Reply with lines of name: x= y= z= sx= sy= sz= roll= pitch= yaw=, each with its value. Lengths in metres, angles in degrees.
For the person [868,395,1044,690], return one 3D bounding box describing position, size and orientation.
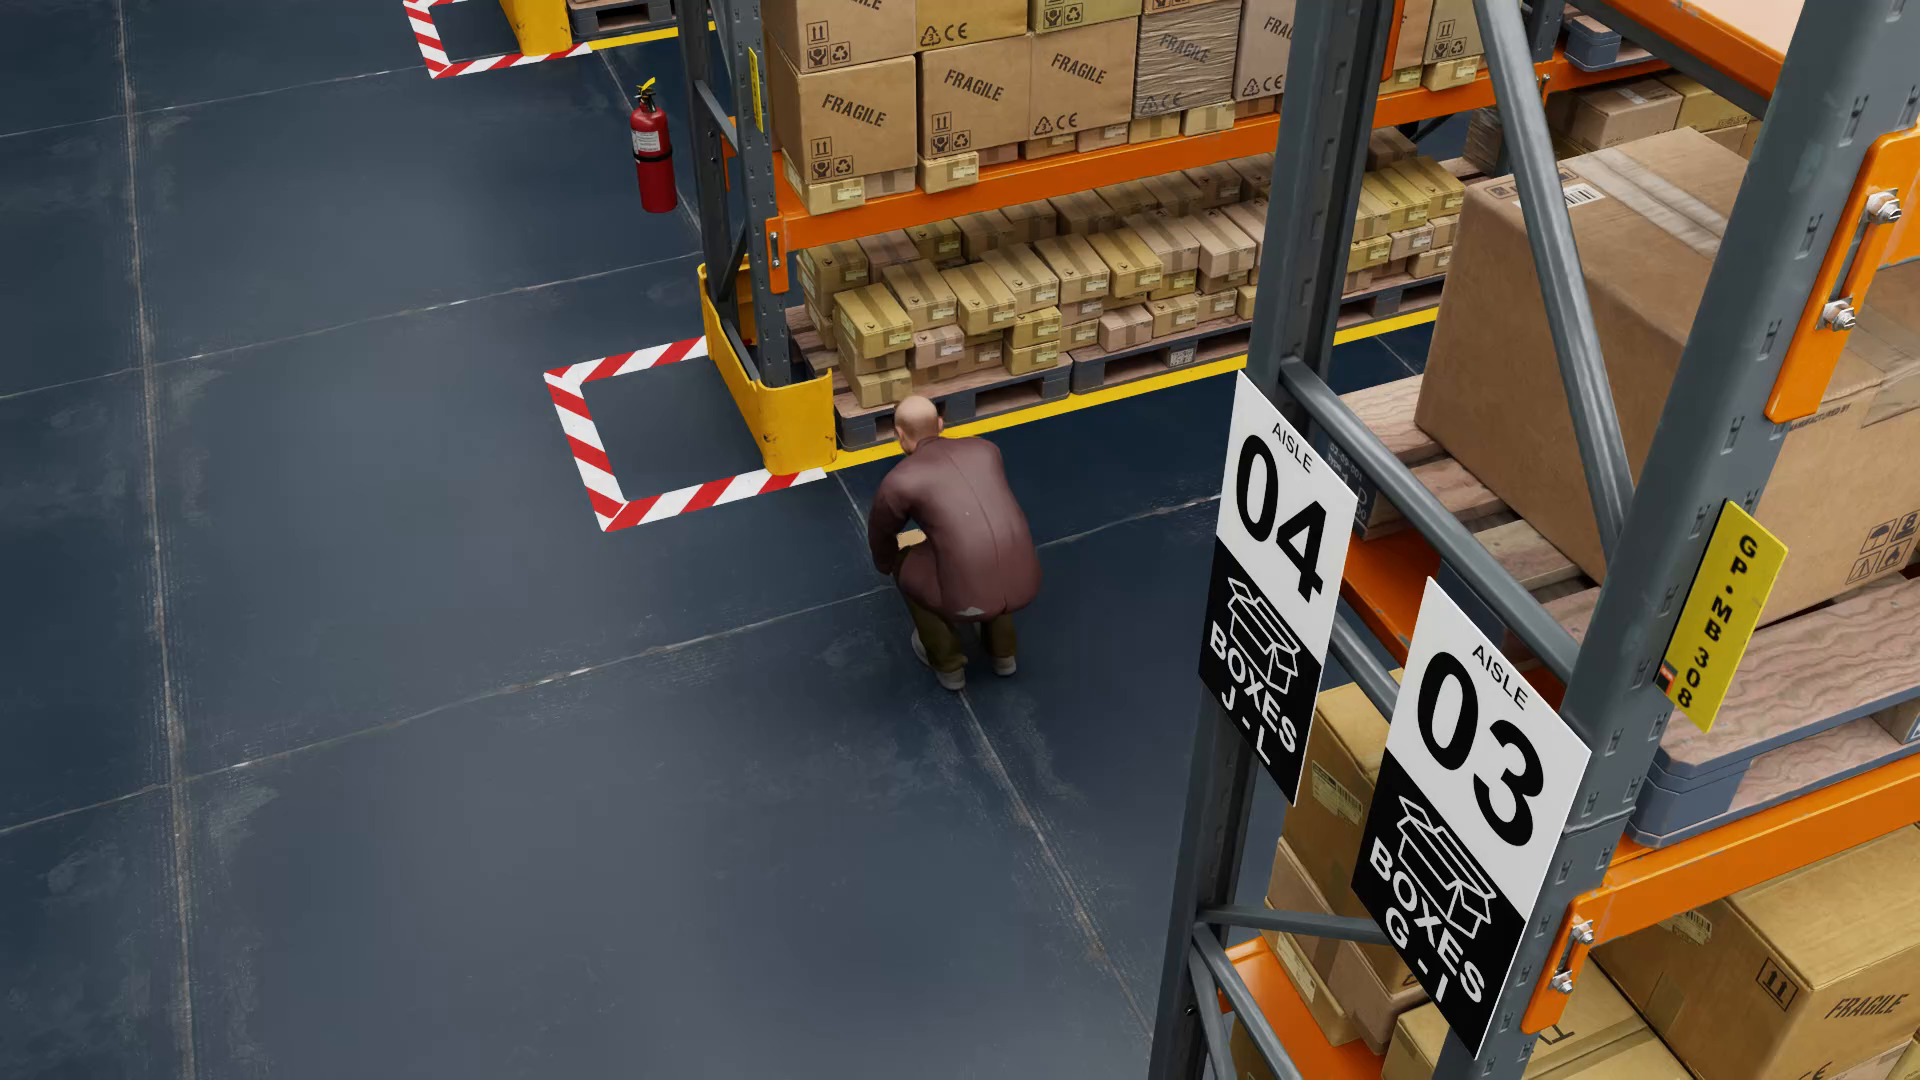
person: x=-0.019 y=0.053 z=6.639 sx=0.613 sy=1.081 sz=0.861 roll=-15 pitch=43 yaw=-17
